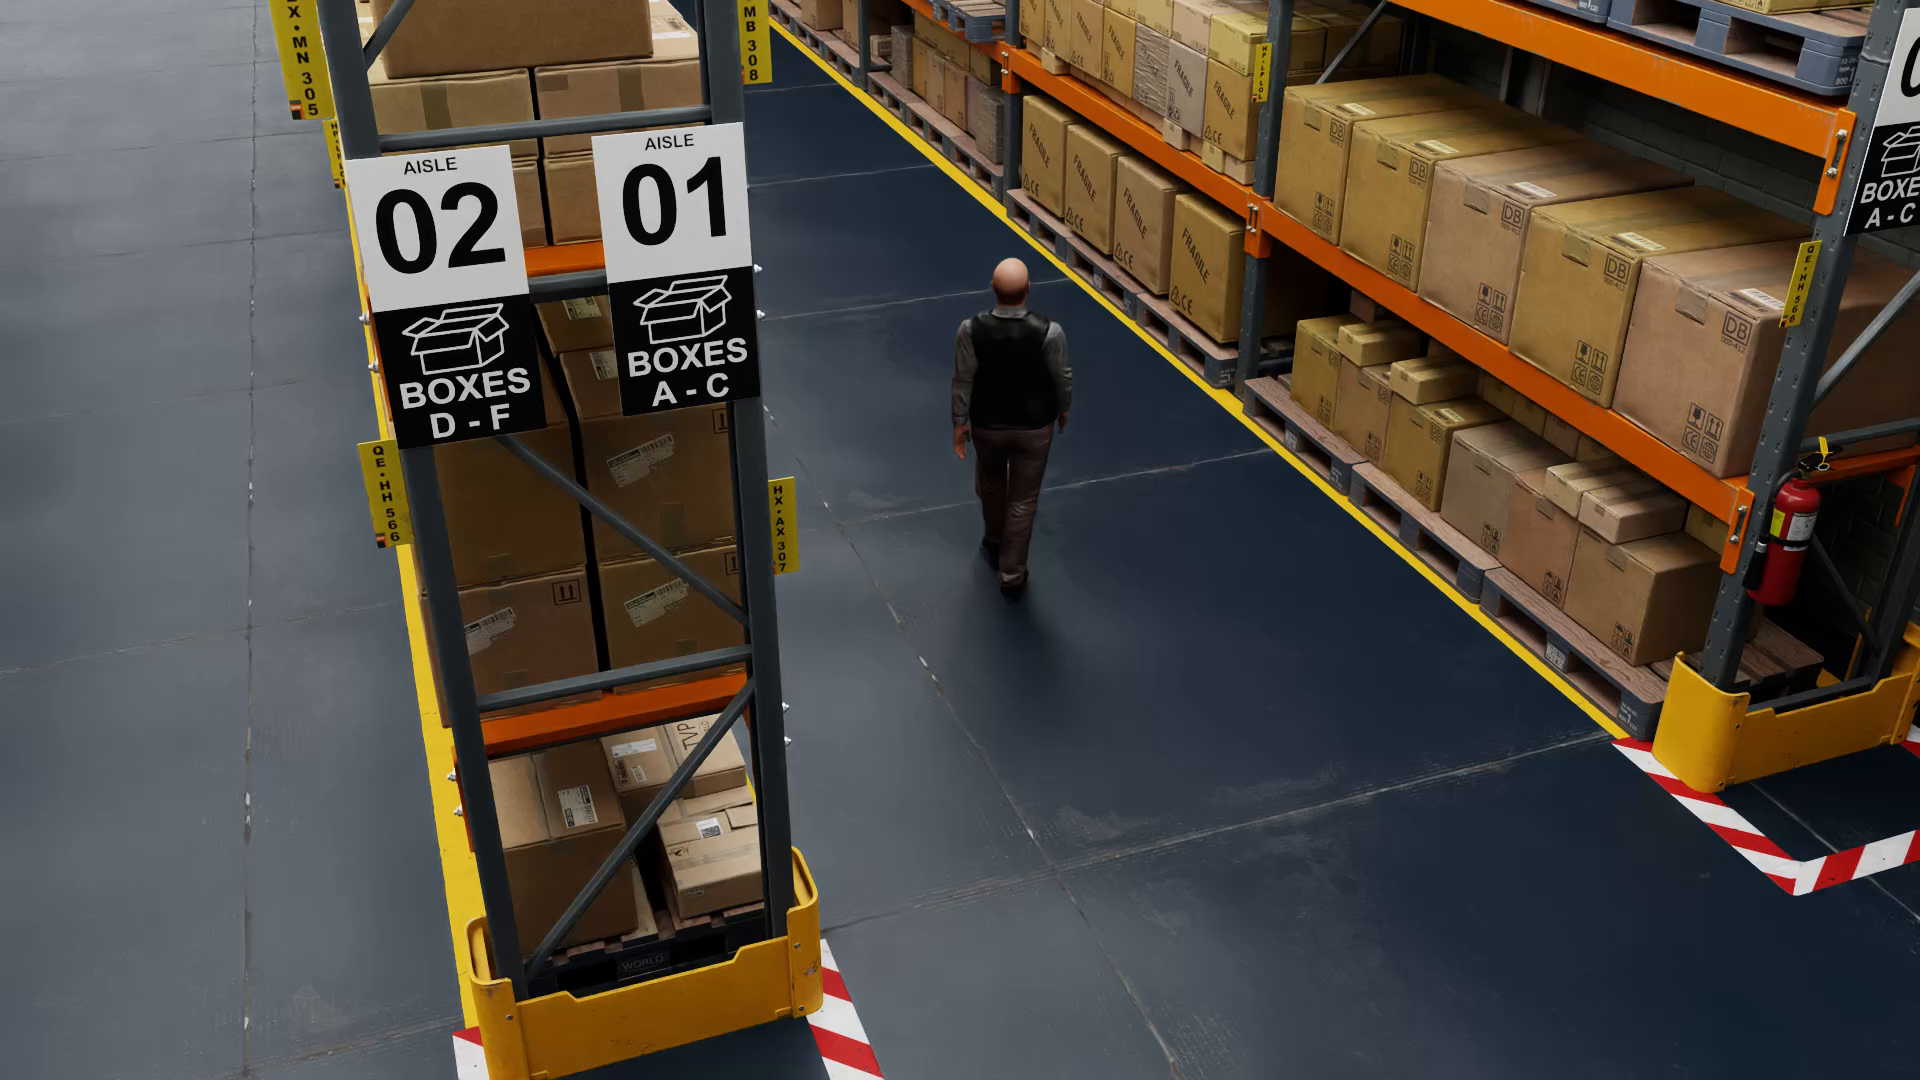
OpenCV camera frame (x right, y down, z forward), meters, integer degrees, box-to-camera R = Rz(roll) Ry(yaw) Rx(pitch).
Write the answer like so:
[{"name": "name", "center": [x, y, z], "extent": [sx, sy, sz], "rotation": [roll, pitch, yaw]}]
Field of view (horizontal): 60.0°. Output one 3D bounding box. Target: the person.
[{"name": "person", "center": [0.274, -0.588, 8.188], "extent": [0.566, 1.745, 0.696], "rotation": [6, 30, 10]}]
